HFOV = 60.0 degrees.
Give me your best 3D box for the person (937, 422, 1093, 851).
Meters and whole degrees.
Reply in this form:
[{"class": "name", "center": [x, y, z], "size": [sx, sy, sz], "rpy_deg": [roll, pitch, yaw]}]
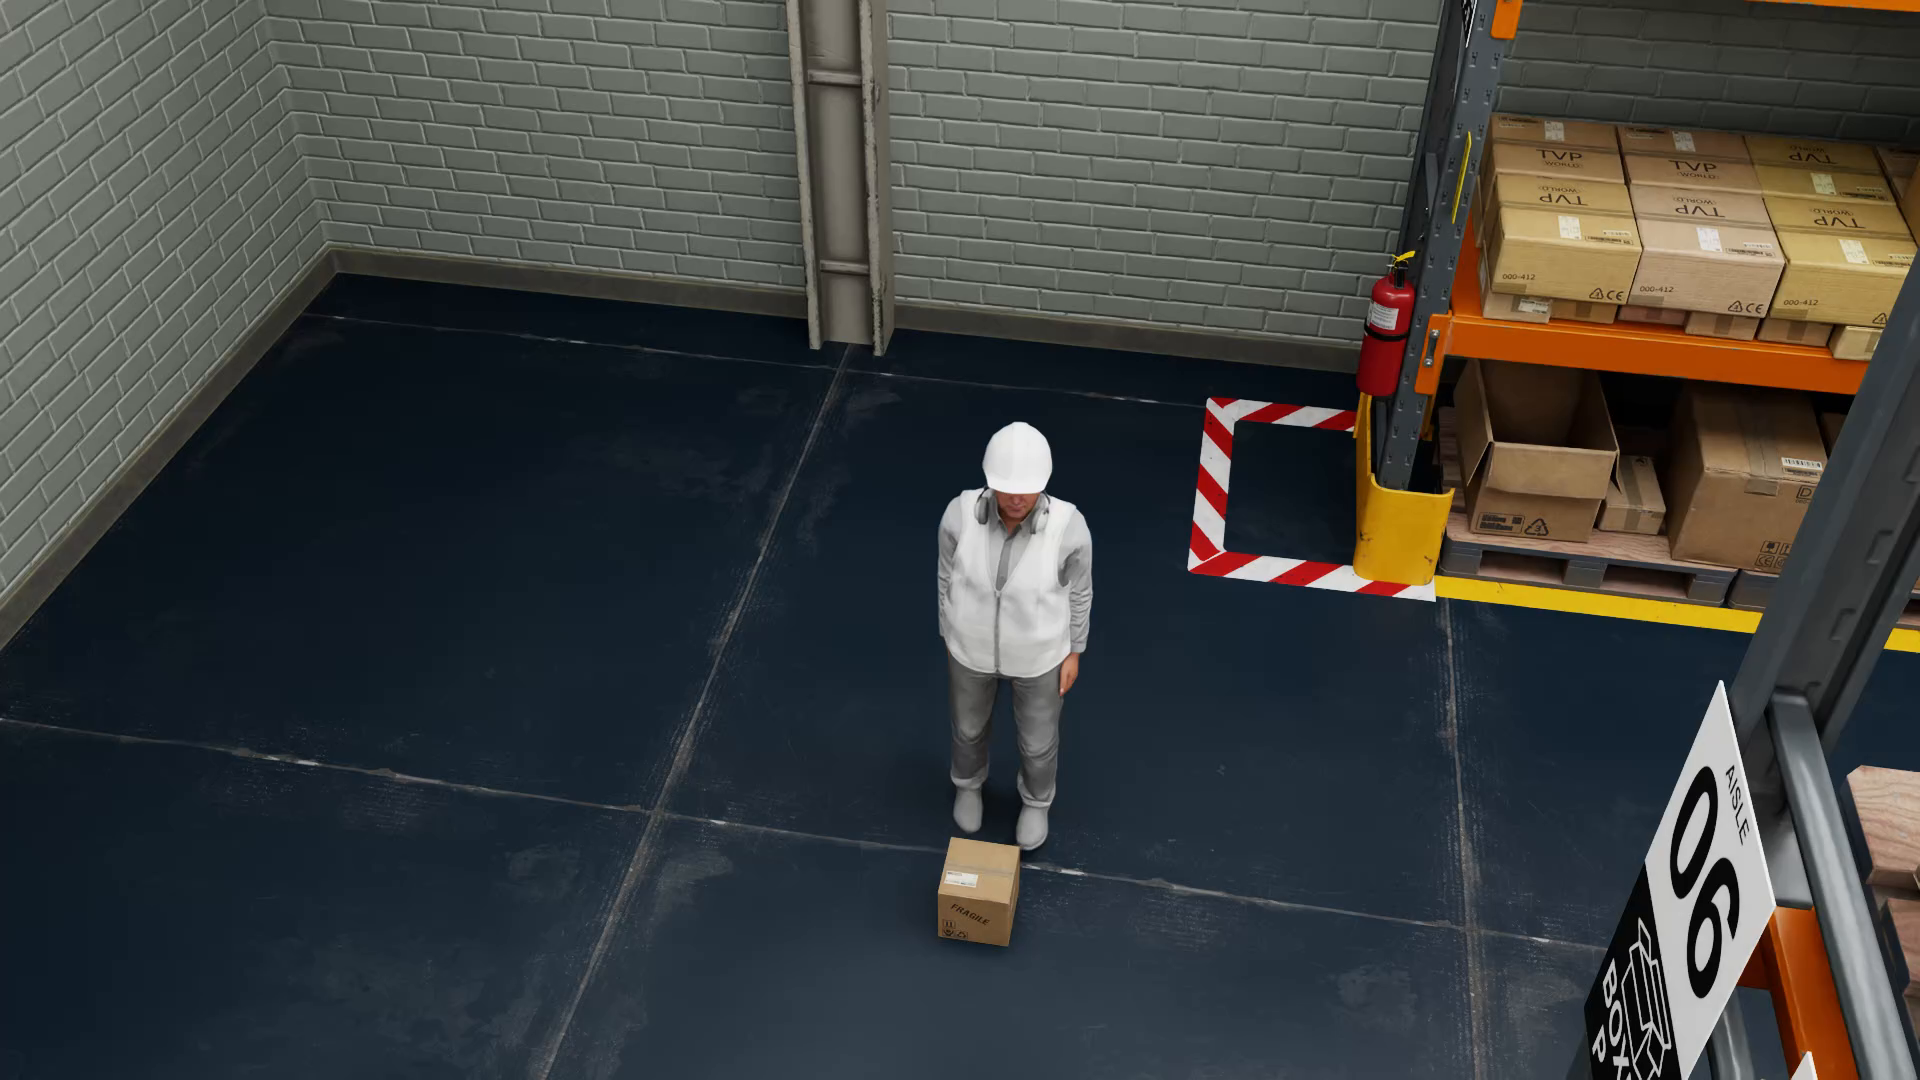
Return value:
[{"class": "person", "center": [0.176, 0.366, 5.723], "size": [0.532, 1.789, 0.366], "rpy_deg": [8, 41, 9]}]
